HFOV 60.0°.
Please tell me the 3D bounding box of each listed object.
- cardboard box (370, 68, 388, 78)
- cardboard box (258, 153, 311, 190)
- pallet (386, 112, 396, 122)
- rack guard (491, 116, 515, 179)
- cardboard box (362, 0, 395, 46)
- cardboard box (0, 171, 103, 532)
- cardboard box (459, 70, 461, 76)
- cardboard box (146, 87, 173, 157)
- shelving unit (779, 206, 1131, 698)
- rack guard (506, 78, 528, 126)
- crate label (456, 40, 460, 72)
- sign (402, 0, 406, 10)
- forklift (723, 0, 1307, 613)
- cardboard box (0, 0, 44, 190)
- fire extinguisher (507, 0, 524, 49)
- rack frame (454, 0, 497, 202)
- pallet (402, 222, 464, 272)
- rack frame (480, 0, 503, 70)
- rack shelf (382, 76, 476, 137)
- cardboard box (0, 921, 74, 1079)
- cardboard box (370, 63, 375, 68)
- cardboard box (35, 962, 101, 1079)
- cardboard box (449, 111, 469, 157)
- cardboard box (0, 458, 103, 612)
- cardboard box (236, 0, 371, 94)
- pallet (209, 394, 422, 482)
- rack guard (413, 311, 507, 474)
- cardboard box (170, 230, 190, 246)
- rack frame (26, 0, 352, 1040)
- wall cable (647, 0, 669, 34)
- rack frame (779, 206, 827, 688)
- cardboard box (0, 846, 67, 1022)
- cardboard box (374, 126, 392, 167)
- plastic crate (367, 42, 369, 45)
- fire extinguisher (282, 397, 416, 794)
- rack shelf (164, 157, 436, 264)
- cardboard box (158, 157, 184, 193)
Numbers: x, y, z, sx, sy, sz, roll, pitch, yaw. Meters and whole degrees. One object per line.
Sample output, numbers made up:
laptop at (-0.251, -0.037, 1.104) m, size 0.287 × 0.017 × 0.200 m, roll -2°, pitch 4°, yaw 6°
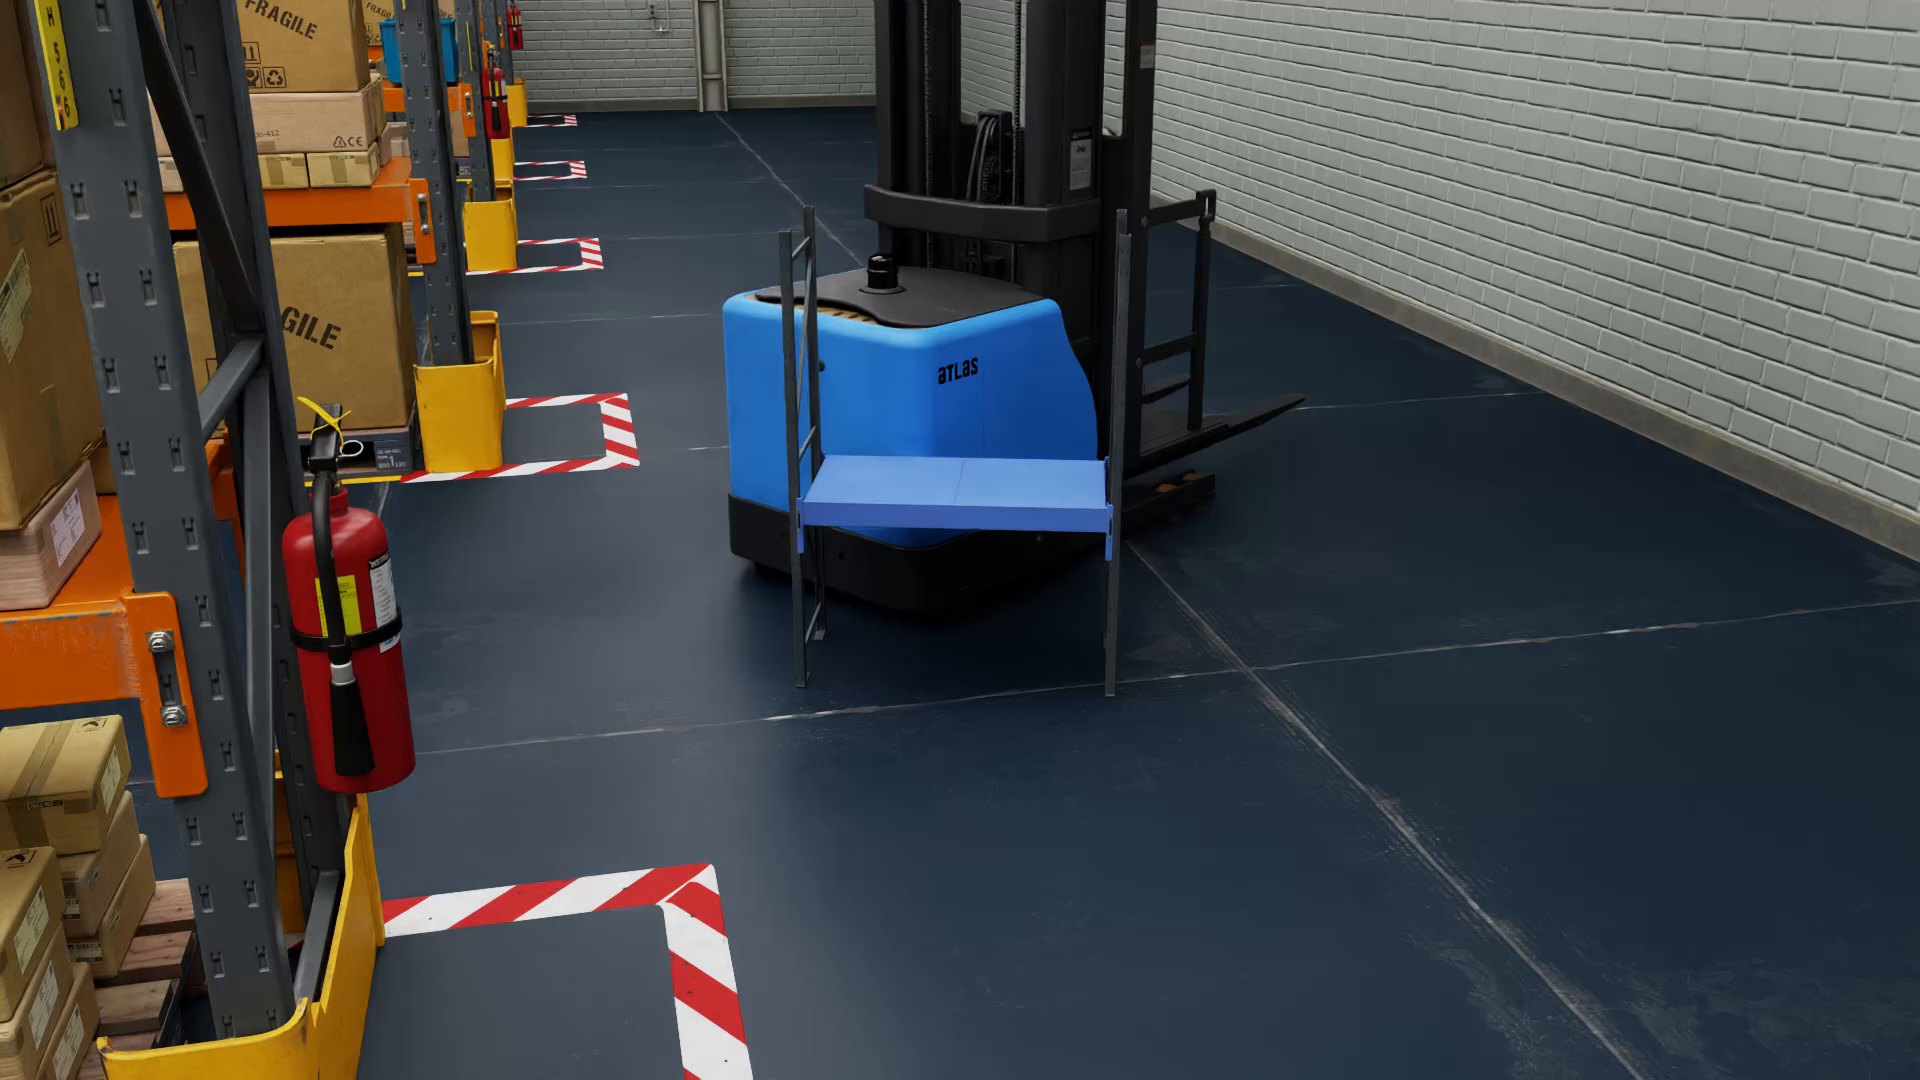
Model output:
cardboard box at (-7.503, -5.745, 21.161) m, size 0.500 × 0.500 × 0.700 m, roll -5°, pitch 21°, yaw -14°
cardboard box at (-2.972, -1.639, 7.292) m, size 0.250 × 0.149 × 0.380 m, roll -4°, pitch 21°, yaw -12°
pallet at (-7.813, -5.396, 21.239) m, size 1.213 × 0.211 × 1.003 m, roll -5°, pitch 21°, yaw -12°
rack guard at (-4.799, -4.053, 17.151) m, size 0.348 × 0.500 × 1.175 m, roll -5°, pitch 21°, yaw -12°
cardboard box at (-5.602, -5.111, 16.260) m, size 0.500 × 0.500 × 0.500 m, roll -4°, pitch 21°, yaw -12°
cardboard box at (-1.784, -0.313, 2.730) m, size 0.500 × 0.500 × 0.500 m, roll -4°, pitch 21°, yaw -11°
cardboard box at (-6.527, -5.825, 21.379) m, size 0.500 × 0.500 × 0.700 m, roll -5°, pitch 21°, yaw -12°
cardboard box at (-3.353, -1.818, 7.203) m, size 0.500 × 0.250 × 0.500 m, roll -5°, pitch 21°, yaw -13°
shelving unit at (-0.002, -0.289, 5.424) m, size 1.048 × 1.500 × 0.538 m, roll 1°, pitch 20°, yaw 4°
rack guard at (-5.845, -5.718, 21.699) m, size 0.348 × 0.500 × 1.175 m, roll -5°, pitch 21°, yaw -12°
crate label at (-3.905, -3.614, 12.477) m, size 0.303 × 0.233 × 0.416 m, roll -5°, pitch 21°, yaw -12°
sign at (-2.338, -2.388, 6.946) m, size 0.005 × 0.325 × 0.100 m, roll -5°, pitch 21°, yaw -12°
forklift at (0.445, -1.547, 6.777) m, size 1.130 × 2.935 × 3.031 m, roll 16°, pitch 26°, yaw 38°
cardboard box at (-1.794, -0.785, 2.564) m, size 0.500 × 0.500 × 0.500 m, roll -5°, pitch 21°, yaw -14°
fire extinguisher at (-5.615, -6.536, 20.952) m, size 0.183 × 0.674 × 0.296 m, roll -5°, pitch 21°, yaw -12°
rack frame at (-3.589, -3.574, 12.211) m, size 0.127 × 3.000 × 1.000 m, roll -5°, pitch 21°, yaw -12°
pallet at (-4.400, -2.212, 12.547) m, size 1.213 × 0.211 × 1.003 m, roll -5°, pitch 21°, yaw -12°
rack frame at (-4.725, -5.232, 16.738) m, size 0.127 × 3.000 × 1.000 m, roll -5°, pitch 21°, yaw -12°
rack shelf at (-5.535, -3.078, 11.902) m, size 4.000 × 0.370 × 1.077 m, roll -5°, pitch 21°, yaw -12°
cardboard box at (-1.854, 0.891, 3.123) m, size 0.250 × 0.149 × 0.380 m, roll -5°, pitch 21°, yaw -14°
cardboard box at (-7.435, -6.126, 21.257) m, size 0.250 × 0.149 × 0.380 m, roll -4°, pitch 21°, yaw -12°
cardboard box at (-1.870, 1.005, 3.244) m, size 0.250 × 0.149 × 0.380 m, roll -4°, pitch 21°, yaw -12°
cardboard box at (-5.197, -4.140, 16.749) m, size 0.500 × 0.500 × 0.500 m, roll -5°, pitch 21°, yaw -12°
cardboard box at (-1.658, -0.010, 2.845) m, size 0.250 × 0.149 × 0.380 m, roll -5°, pitch 21°, yaw -12°
cardboard box at (-2.863, -2.211, 7.185) m, size 0.500 × 0.500 × 0.500 m, roll -4°, pitch 21°, yaw -12°
pallet at (-3.209, -0.517, 7.920) m, size 1.213 × 0.211 × 1.003 m, roll -5°, pitch 21°, yaw -12°
rack guard at (-2.426, -0.744, 8.120) m, size 0.348 × 0.500 × 1.175 m, roll -5°, pitch 21°, yaw -12°
cardboard box at (-3.939, -0.966, 7.570) m, size 0.875 × 0.875 × 0.875 m, roll -5°, pitch 21°, yaw -12°
rack frame at (-1.406, -0.248, 3.130) m, size 0.127 × 3.000 × 1.000 m, roll -5°, pitch 21°, yaw -12°
wall cable at (-4.840, -7.785, 22.230) m, size 1.851 × 1.984 × 0.084 m, roll -5°, pitch 21°, yaw -12°
rack frame at (-0.509, -0.302, 5.458) m, size 0.032 × 1.500 × 0.500 m, roll 1°, pitch 20°, yaw 4°
cardboard box at (-1.863, 0.741, 3.100) m, size 0.250 × 0.149 × 0.380 m, roll -4°, pitch 21°, yaw -12°
cardboard box at (-2.870, -1.881, 7.953) m, size 0.250 × 0.149 × 0.380 m, roll -4°, pitch 21°, yaw -12°
plastic crate at (-4.545, -3.562, 12.334) m, size 0.300 × 0.233 × 0.416 m, roll -5°, pitch 21°, yaw -12°
fire extinguisher at (-1.055, 0.098, 2.841) m, size 0.183 × 0.674 × 0.296 m, roll -5°, pitch 21°, yaw -12°
rack shelf at (-4.395, -1.420, 7.376) m, size 4.000 × 0.370 × 1.077 m, roll -5°, pitch 21°, yaw -12°
cardboard box at (-3.461, -1.600, 7.186) m, size 0.250 × 0.149 × 0.380 m, roll -4°, pitch 21°, yaw -12°
